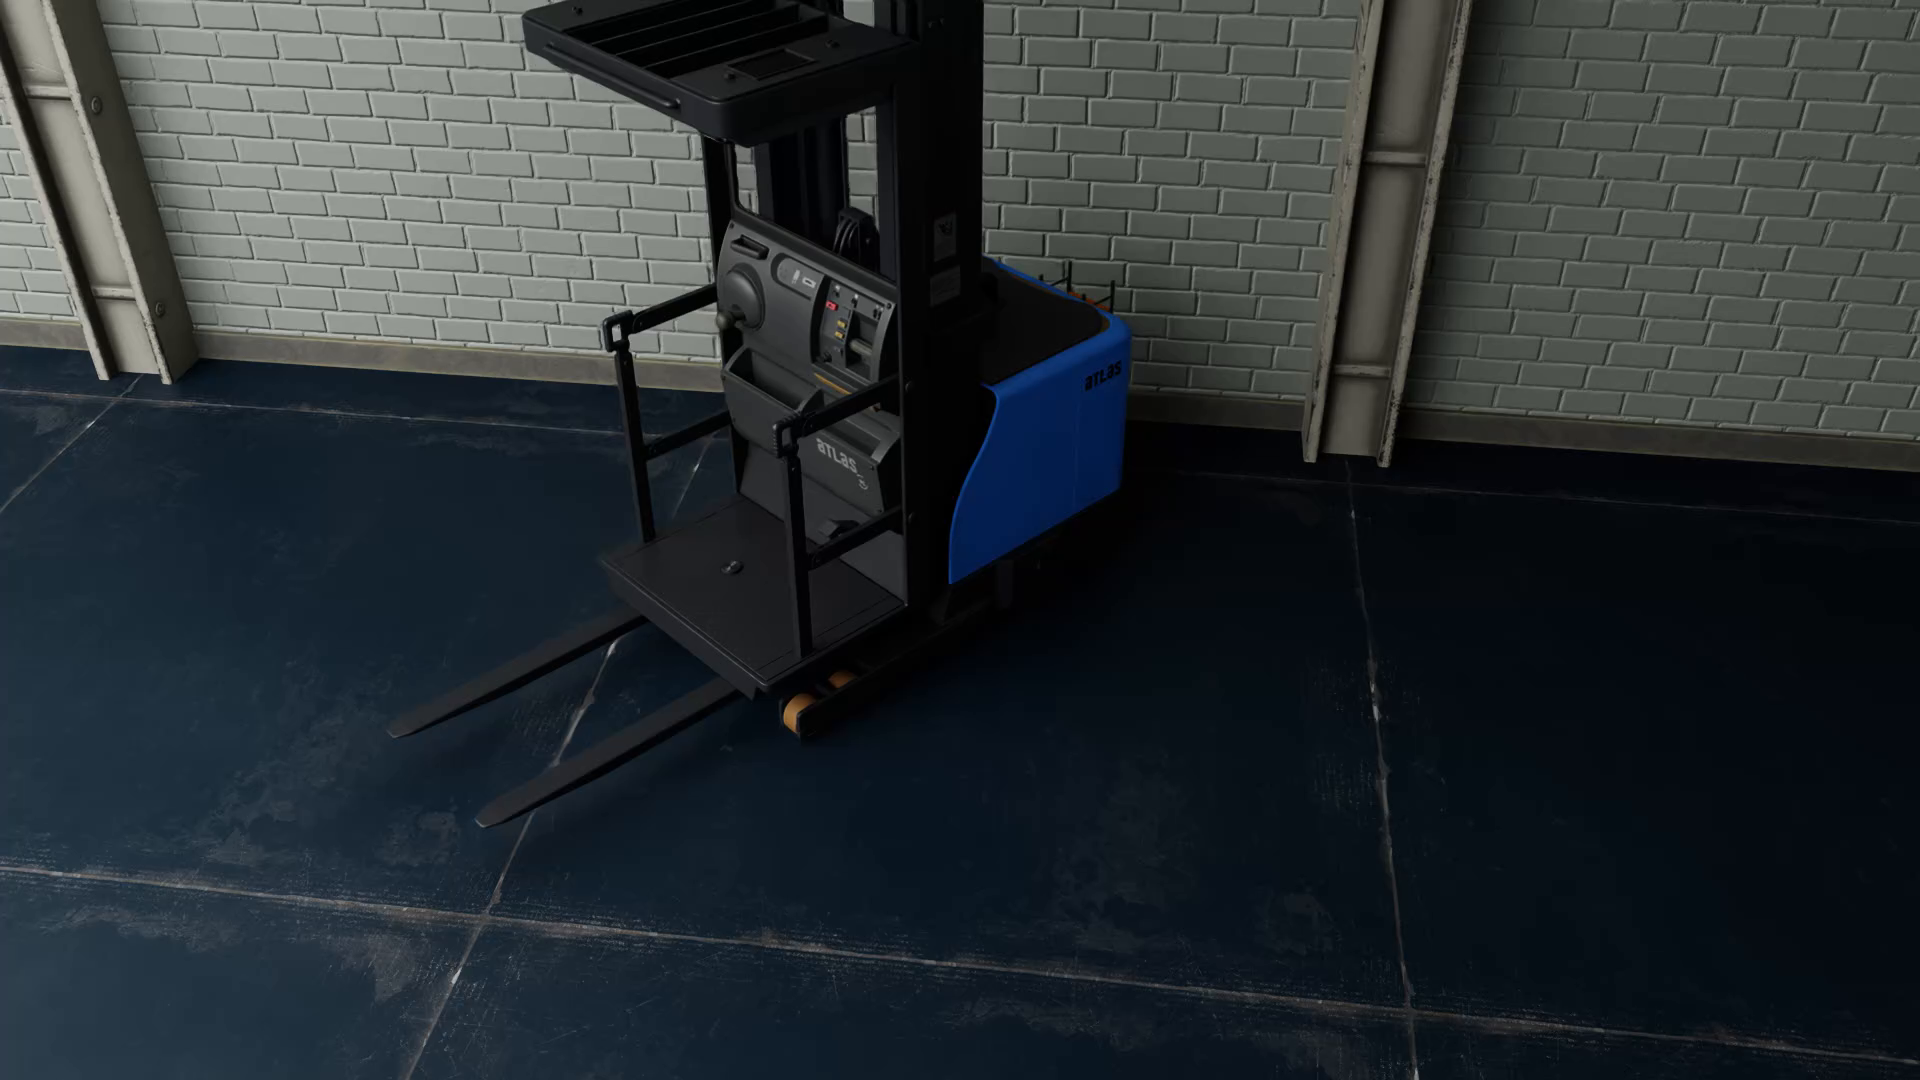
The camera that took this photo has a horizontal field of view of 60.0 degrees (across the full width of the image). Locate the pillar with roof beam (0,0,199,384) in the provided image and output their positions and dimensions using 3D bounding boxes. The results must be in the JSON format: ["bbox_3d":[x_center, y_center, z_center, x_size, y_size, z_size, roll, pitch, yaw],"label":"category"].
[{"bbox_3d":[-4.677,-2.067,2.399,0.400,9.000,9.100,4,36,6],"label":"pillar with roof beam"}]

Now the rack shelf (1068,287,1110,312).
[{"bbox_3d":[0.492,-0.898,7.134,0.215,0.259,0.240,-30,45,-35],"label":"rack shelf"}]

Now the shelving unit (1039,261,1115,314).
[{"bbox_3d":[0.492,-0.675,7.292,0.215,1.050,0.252,-30,45,-35],"label":"shelving unit"}]

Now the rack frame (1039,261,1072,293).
[{"bbox_3d":[0.406,-0.726,7.363,0.200,1.050,0.008,-30,45,-35],"label":"rack frame"}]

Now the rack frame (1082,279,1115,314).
[{"bbox_3d":[0.577,-0.624,7.221,0.200,1.050,0.008,-30,45,-35],"label":"rack frame"}]

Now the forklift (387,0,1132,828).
[{"bbox_3d":[-0.715,-0.800,5.848,3.031,2.935,1.130,-29,45,-34],"label":"forklift"}]

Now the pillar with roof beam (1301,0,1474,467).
[{"bbox_3d":[1.274,-1.623,1.777,0.400,9.000,9.100,4,36,6],"label":"pillar with roof beam"}]
